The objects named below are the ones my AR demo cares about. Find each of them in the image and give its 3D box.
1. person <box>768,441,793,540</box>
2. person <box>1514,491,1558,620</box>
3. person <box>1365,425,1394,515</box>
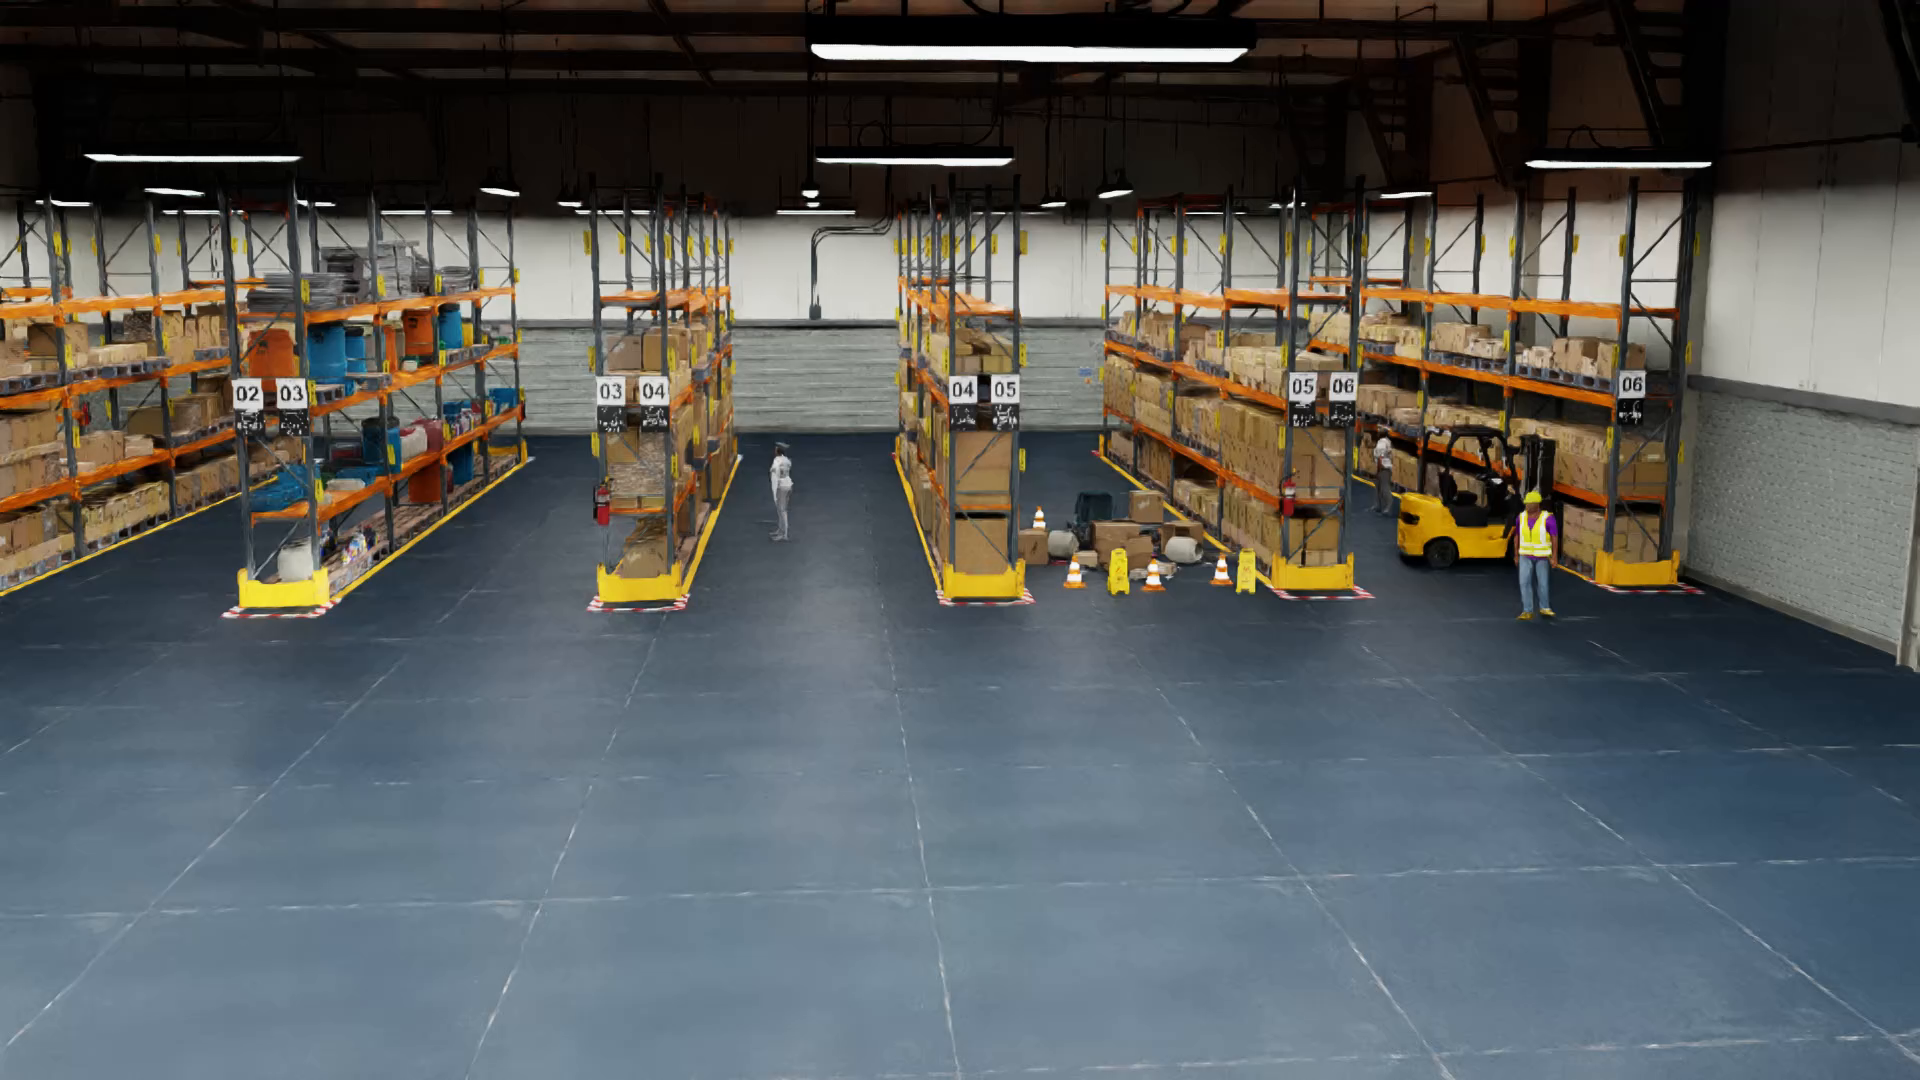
[{"bbox_3d":[-3.125,-0.860,28.699,0.453,1.677,0.525,5,11,25],"label":"person"},{"bbox_3d":[7.826,0.197,22.588,0.603,1.751,0.570,7,12,34],"label":"person"},{"bbox_3d":[7.946,-1.333,31.374,0.558,1.663,0.572,4,11,20],"label":"person"}]
